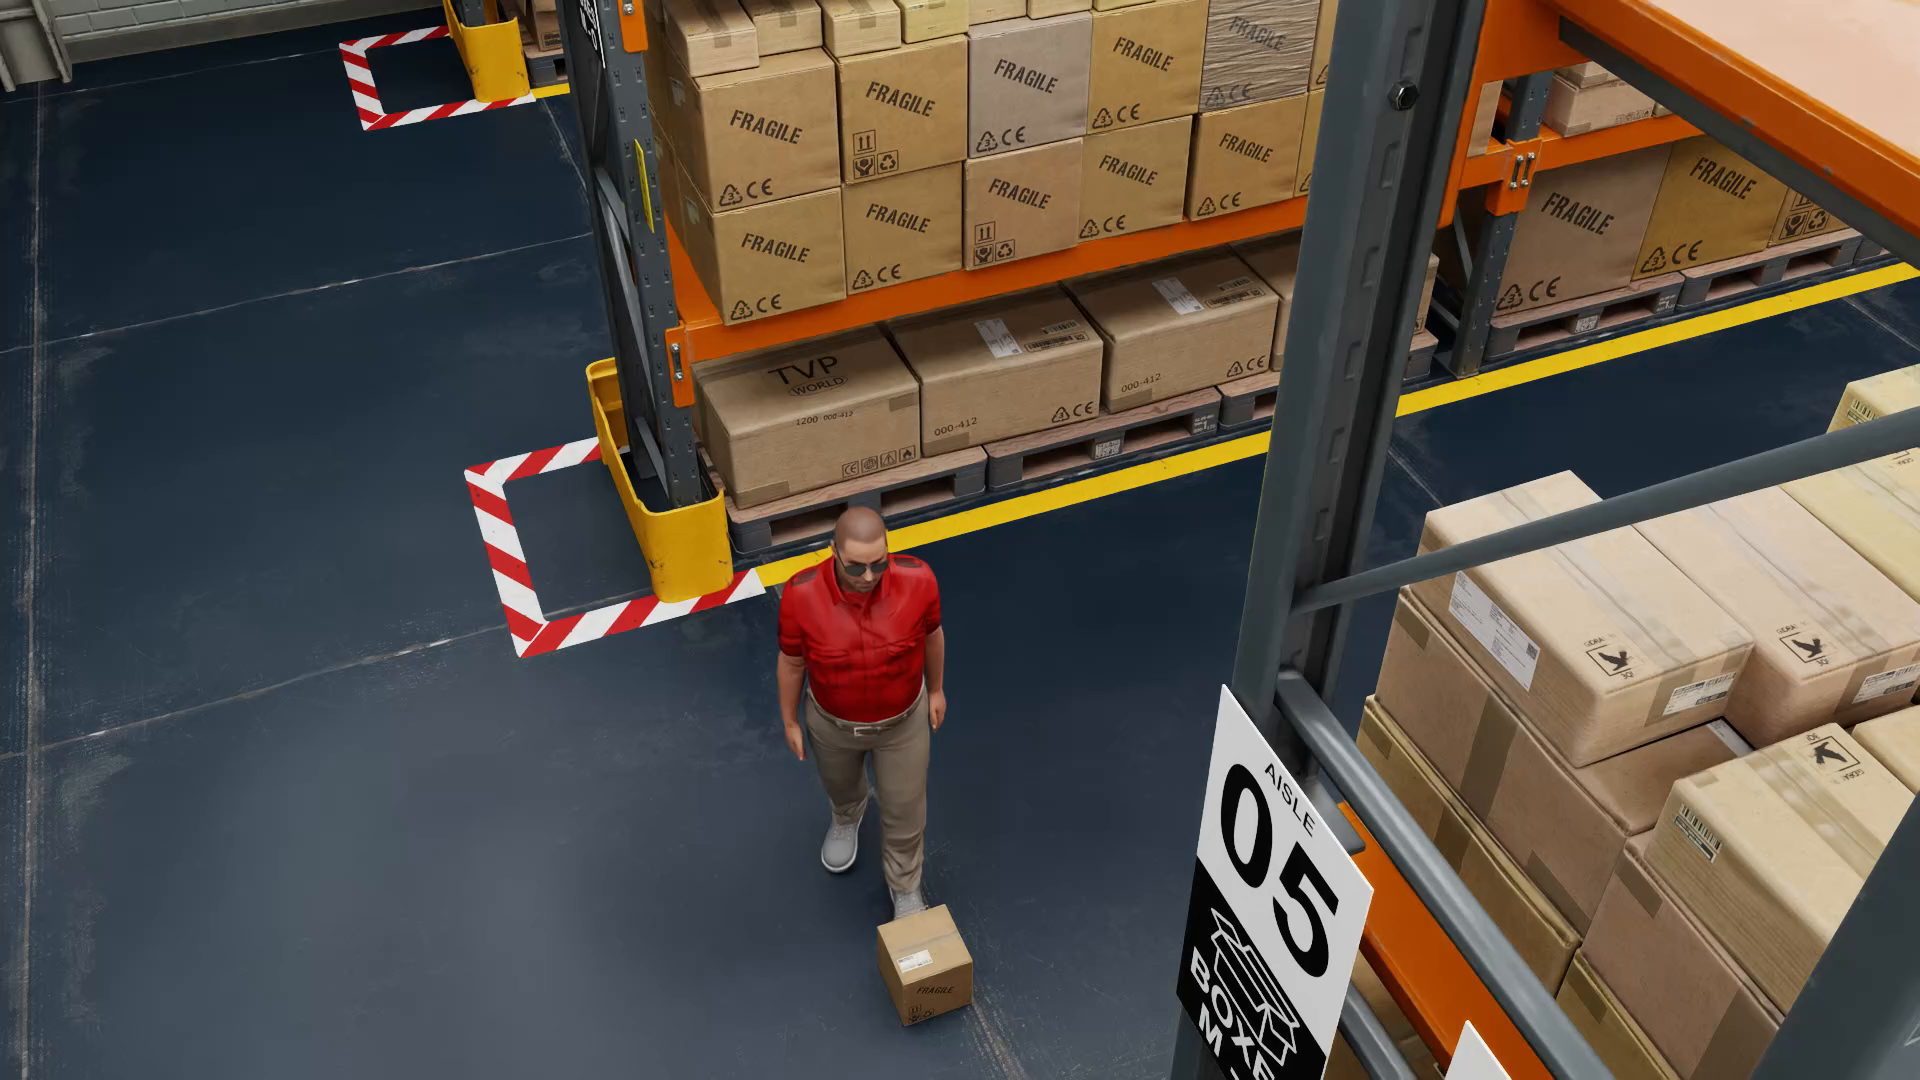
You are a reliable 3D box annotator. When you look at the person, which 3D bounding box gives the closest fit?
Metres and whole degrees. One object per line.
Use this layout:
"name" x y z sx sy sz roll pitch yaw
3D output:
"person" -0.314 0.586 5.499 0.557 1.724 0.677 -4 42 -4
